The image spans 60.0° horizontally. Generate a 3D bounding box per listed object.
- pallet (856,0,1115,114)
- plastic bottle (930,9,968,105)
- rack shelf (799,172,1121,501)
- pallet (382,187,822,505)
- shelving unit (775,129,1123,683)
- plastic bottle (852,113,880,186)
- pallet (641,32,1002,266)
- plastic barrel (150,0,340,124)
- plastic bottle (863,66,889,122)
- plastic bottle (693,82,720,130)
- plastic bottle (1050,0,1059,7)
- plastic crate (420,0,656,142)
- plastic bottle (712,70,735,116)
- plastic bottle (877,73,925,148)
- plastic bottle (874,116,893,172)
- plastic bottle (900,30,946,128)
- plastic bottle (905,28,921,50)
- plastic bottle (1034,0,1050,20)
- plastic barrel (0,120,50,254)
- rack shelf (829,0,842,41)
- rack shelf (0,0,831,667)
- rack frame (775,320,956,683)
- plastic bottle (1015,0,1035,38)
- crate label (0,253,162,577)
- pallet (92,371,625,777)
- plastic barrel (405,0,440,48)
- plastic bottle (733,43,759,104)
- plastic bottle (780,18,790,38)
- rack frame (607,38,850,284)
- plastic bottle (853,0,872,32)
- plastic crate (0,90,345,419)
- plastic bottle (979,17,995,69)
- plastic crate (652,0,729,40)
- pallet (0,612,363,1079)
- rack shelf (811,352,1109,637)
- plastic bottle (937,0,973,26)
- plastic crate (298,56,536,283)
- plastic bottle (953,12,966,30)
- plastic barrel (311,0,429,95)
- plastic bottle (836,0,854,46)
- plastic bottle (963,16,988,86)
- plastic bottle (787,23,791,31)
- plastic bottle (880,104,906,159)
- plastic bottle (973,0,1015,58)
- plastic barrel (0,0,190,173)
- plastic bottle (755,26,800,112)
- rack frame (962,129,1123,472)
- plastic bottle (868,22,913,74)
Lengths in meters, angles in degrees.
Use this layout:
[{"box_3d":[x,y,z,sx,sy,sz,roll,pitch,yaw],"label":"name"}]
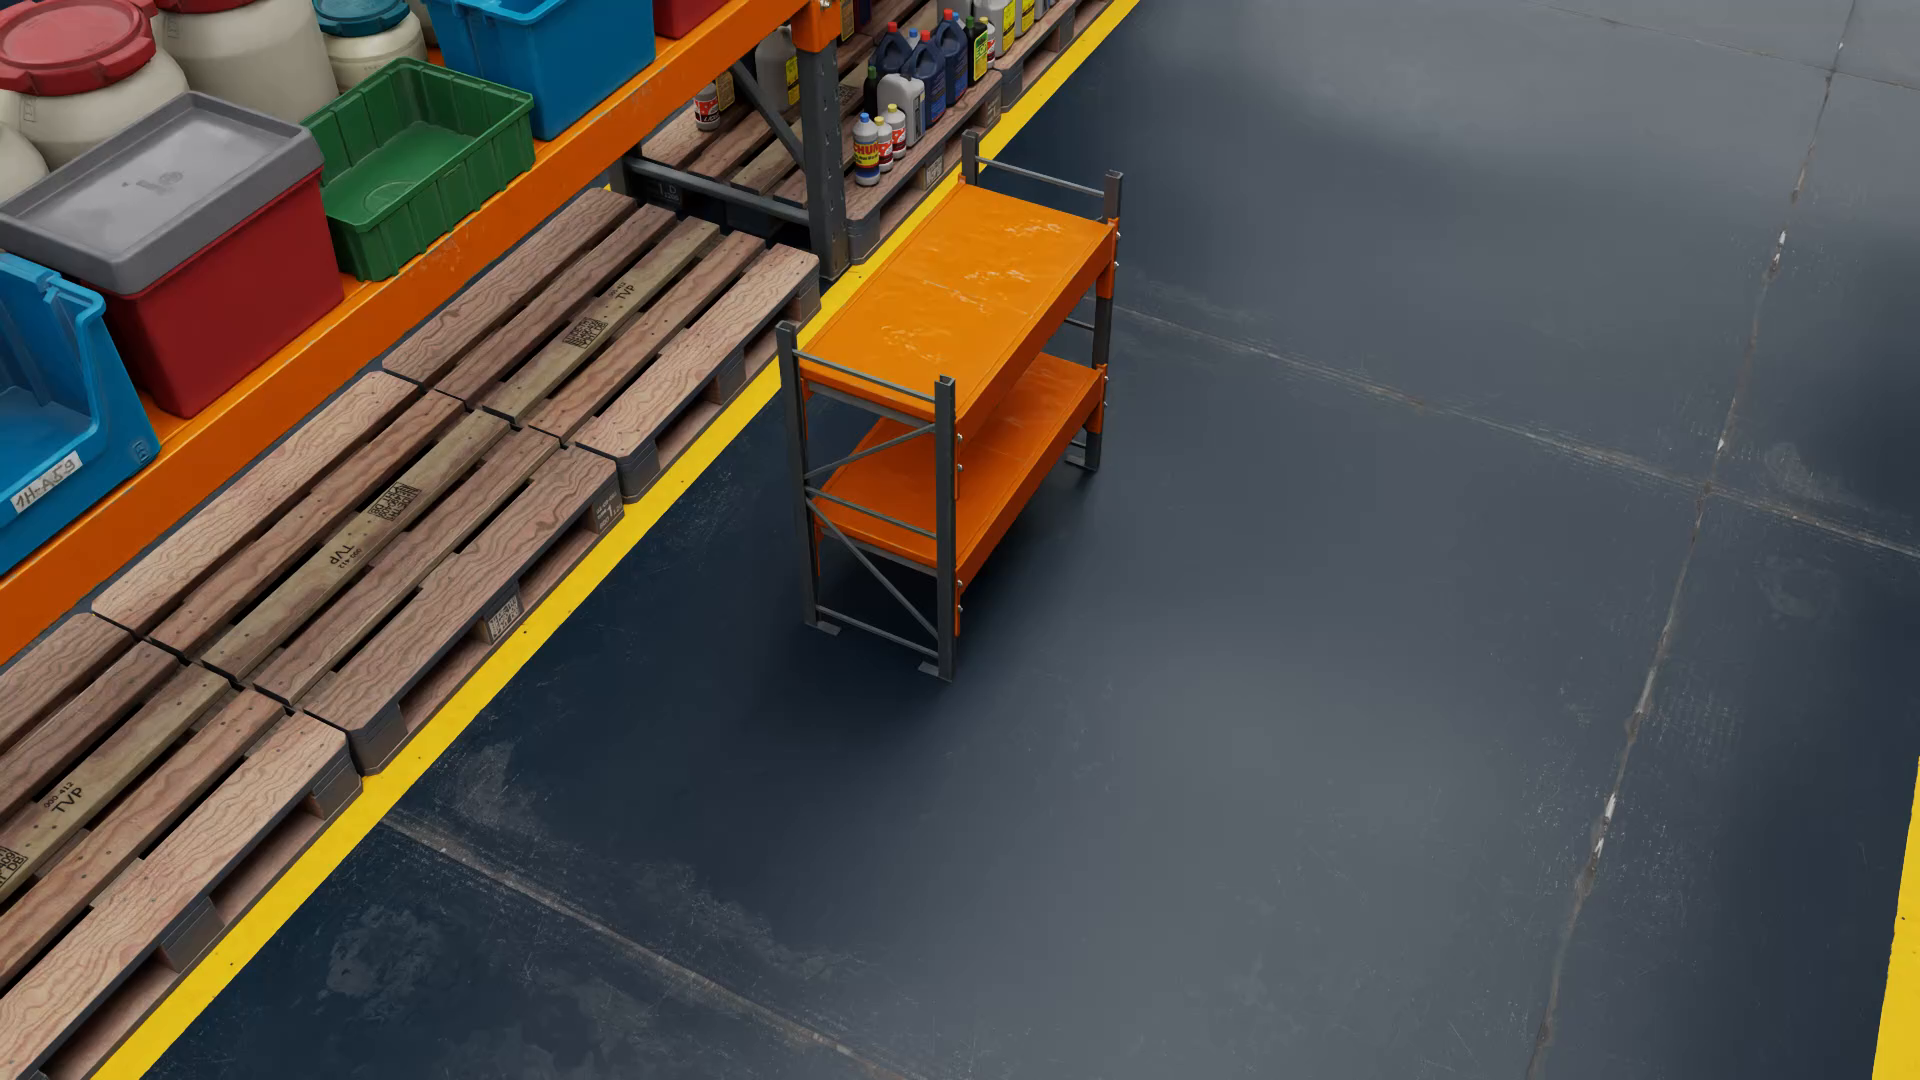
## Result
[{"box_3d":[0.028,-2.412,7.486,1.003,0.211,1.213,20,49,19],"label":"pallet"},{"box_3d":[-0.056,-1.926,6.597,0.144,0.351,0.185,19,48,17],"label":"plastic bottle"},{"box_3d":[-0.003,-0.597,4.638,0.538,0.278,1.000,20,49,19],"label":"rack shelf"},{"box_3d":[-1.216,-0.724,5.817,1.003,0.211,1.213,20,49,19],"label":"pallet"},{"box_3d":[-0.003,-0.391,4.846,0.538,1.125,1.048,20,49,19],"label":"shelving unit"},{"box_3d":[-0.350,-1.463,6.196,0.097,0.271,0.097,0,45,0],"label":"plastic bottle"},{"box_3d":[-0.537,-1.641,6.723,1.003,0.211,1.213,20,49,19],"label":"pallet"},{"box_3d":[-1.865,-1.267,4.298,0.433,0.535,0.433,0,45,0],"label":"plastic barrel"},{"box_3d":[-0.319,-1.715,6.437,0.061,0.283,0.133,20,49,19],"label":"plastic bottle"},{"box_3d":[-0.994,-1.714,6.493,0.097,0.201,0.097,0,45,0],"label":"plastic bottle"},{"box_3d":[0.365,-2.477,7.195,0.152,0.276,0.135,21,49,19],"label":"plastic bottle"},{"box_3d":[-1.123,-1.408,4.544,0.392,0.384,0.575,20,49,19],"label":"plastic crate"},{"box_3d":[-0.955,-1.824,6.544,0.061,0.283,0.133,23,50,21],"label":"plastic bottle"},{"box_3d":[-0.224,-1.678,6.405,0.152,0.276,0.135,22,49,20],"label":"plastic bottle"},{"box_3d":[-0.303,-1.503,6.284,0.097,0.201,0.097,0,45,0],"label":"plastic bottle"},{"box_3d":[-0.144,-1.807,6.480,0.144,0.351,0.185,22,49,20],"label":"plastic bottle"},{"box_3d":[-0.184,-1.910,6.638,0.097,0.271,0.097,0,45,0],"label":"plastic bottle"},{"box_3d":[0.301,-2.390,7.109,0.152,0.276,0.135,19,48,18],"label":"plastic bottle"},{"box_3d":[-2.259,-0.715,3.769,0.421,0.512,0.421,0,45,0],"label":"plastic barrel"},{"box_3d":[0.042,-3.219,6.828,1.077,0.370,4.000,20,49,19],"label":"rack shelf"},{"box_3d":[-1.815,-0.699,4.338,1.077,0.370,4.000,20,49,19],"label":"rack shelf"},{"box_3d":[-0.239,-0.071,4.529,0.500,1.125,0.032,20,49,19],"label":"rack frame"},{"box_3d":[0.227,-2.311,6.978,0.144,0.351,0.185,22,49,21],"label":"plastic bottle"},{"box_3d":[-2.042,-0.241,3.354,0.502,0.435,0.616,20,49,19],"label":"crate label"},{"box_3d":[-1.782,0.047,5.055,1.003,0.211,1.213,20,49,19],"label":"pallet"},{"box_3d":[-1.525,-1.729,4.754,0.433,0.535,0.433,0,45,0],"label":"plastic barrel"},{"box_3d":[-0.842,-1.936,6.608,0.144,0.351,0.185,19,48,18],"label":"plastic bottle"},{"box_3d":[-0.753,-2.057,6.727,0.144,0.351,0.185,18,48,17],"label":"plastic bottle"},{"box_3d":[-0.886,-2.212,5.327,1.000,3.000,0.127,20,49,19],"label":"rack frame"},{"box_3d":[-0.430,-2.303,7.018,0.061,0.283,0.133,20,49,19],"label":"plastic bottle"},{"box_3d":[-1.722,-0.631,3.720,0.402,0.464,0.583,20,49,19],"label":"plastic crate"},{"box_3d":[0.096,-2.044,6.819,0.097,0.201,0.097,0,45,0],"label":"plastic bottle"},{"box_3d":[-0.840,-1.828,4.903,0.402,0.464,0.583,20,49,19],"label":"plastic crate"},{"box_3d":[-2.349,0.813,4.298,1.003,0.211,1.213,20,49,19],"label":"pallet"},{"box_3d":[-0.003,-0.219,5.020,0.538,0.278,1.000,20,49,19],"label":"rack shelf"},{"box_3d":[-0.002,-2.200,6.921,0.152,0.276,0.135,20,49,19],"label":"plastic bottle"},{"box_3d":[-1.445,-0.947,4.226,0.450,0.188,0.662,20,49,19],"label":"plastic crate"},{"box_3d":[-0.021,-2.003,6.729,0.097,0.271,0.097,0,45,0],"label":"plastic bottle"},{"box_3d":[-1.636,-1.380,4.602,0.301,0.262,0.301,0,45,0],"label":"plastic barrel"},{"box_3d":[-0.501,-2.219,6.935,0.061,0.283,0.133,20,49,19],"label":"plastic bottle"},{"box_3d":[0.057,-1.992,6.710,0.061,0.283,0.133,23,50,21],"label":"plastic bottle"},{"box_3d":[-0.611,-1.998,6.721,0.152,0.276,0.135,20,49,19],"label":"plastic bottle"},{"box_3d":[-0.256,-1.567,6.348,0.097,0.201,0.097,0,45,0],"label":"plastic bottle"},{"box_3d":[0.141,-2.193,6.862,0.144,0.351,0.185,20,49,19],"label":"plastic bottle"},{"box_3d":[-2.066,-0.994,4.028,0.433,0.535,0.433,0,45,0],"label":"plastic barrel"},{"box_3d":[-0.715,-1.889,6.561,0.144,0.351,0.185,20,49,19],"label":"plastic bottle"},{"box_3d":[0.233,-0.711,5.162,0.500,1.125,0.032,20,49,19],"label":"rack frame"},{"box_3d":[-0.272,-1.854,6.527,0.144,0.351,0.185,20,49,19],"label":"plastic bottle"}]
